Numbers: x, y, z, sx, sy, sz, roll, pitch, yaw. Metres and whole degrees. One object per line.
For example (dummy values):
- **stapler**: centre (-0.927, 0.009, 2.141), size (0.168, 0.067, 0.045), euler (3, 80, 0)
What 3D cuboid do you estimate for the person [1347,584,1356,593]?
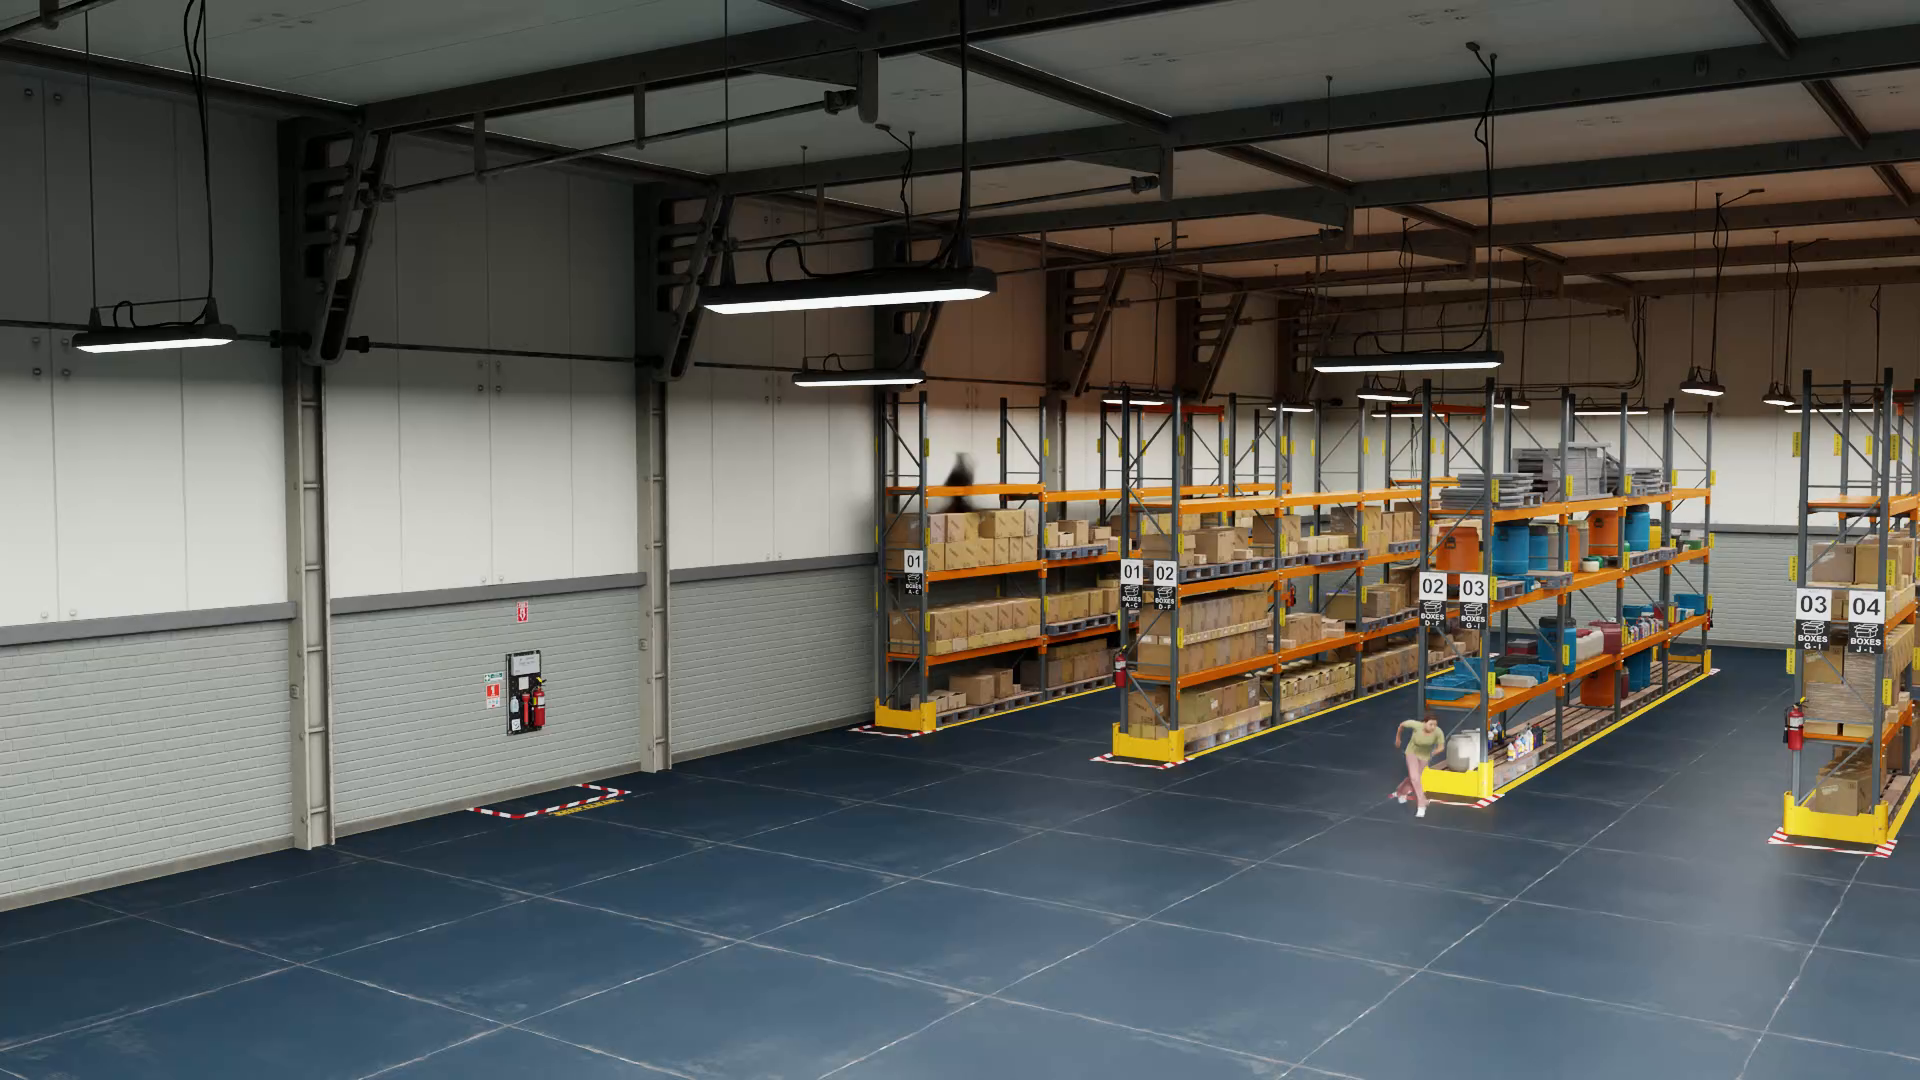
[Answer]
- **person**: centre (10.049, 1.877, 42.757), size (0.918, 1.541, 0.591), euler (3, 4, 42)

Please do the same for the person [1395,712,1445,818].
- **person**: centre (6.297, 3.020, 22.849), size (0.585, 1.451, 1.056), euler (0, 3, -1)

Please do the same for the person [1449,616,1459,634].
- **person**: centre (12.747, 1.884, 42.328), size (0.692, 1.544, 0.812), euler (0, 3, -7)
